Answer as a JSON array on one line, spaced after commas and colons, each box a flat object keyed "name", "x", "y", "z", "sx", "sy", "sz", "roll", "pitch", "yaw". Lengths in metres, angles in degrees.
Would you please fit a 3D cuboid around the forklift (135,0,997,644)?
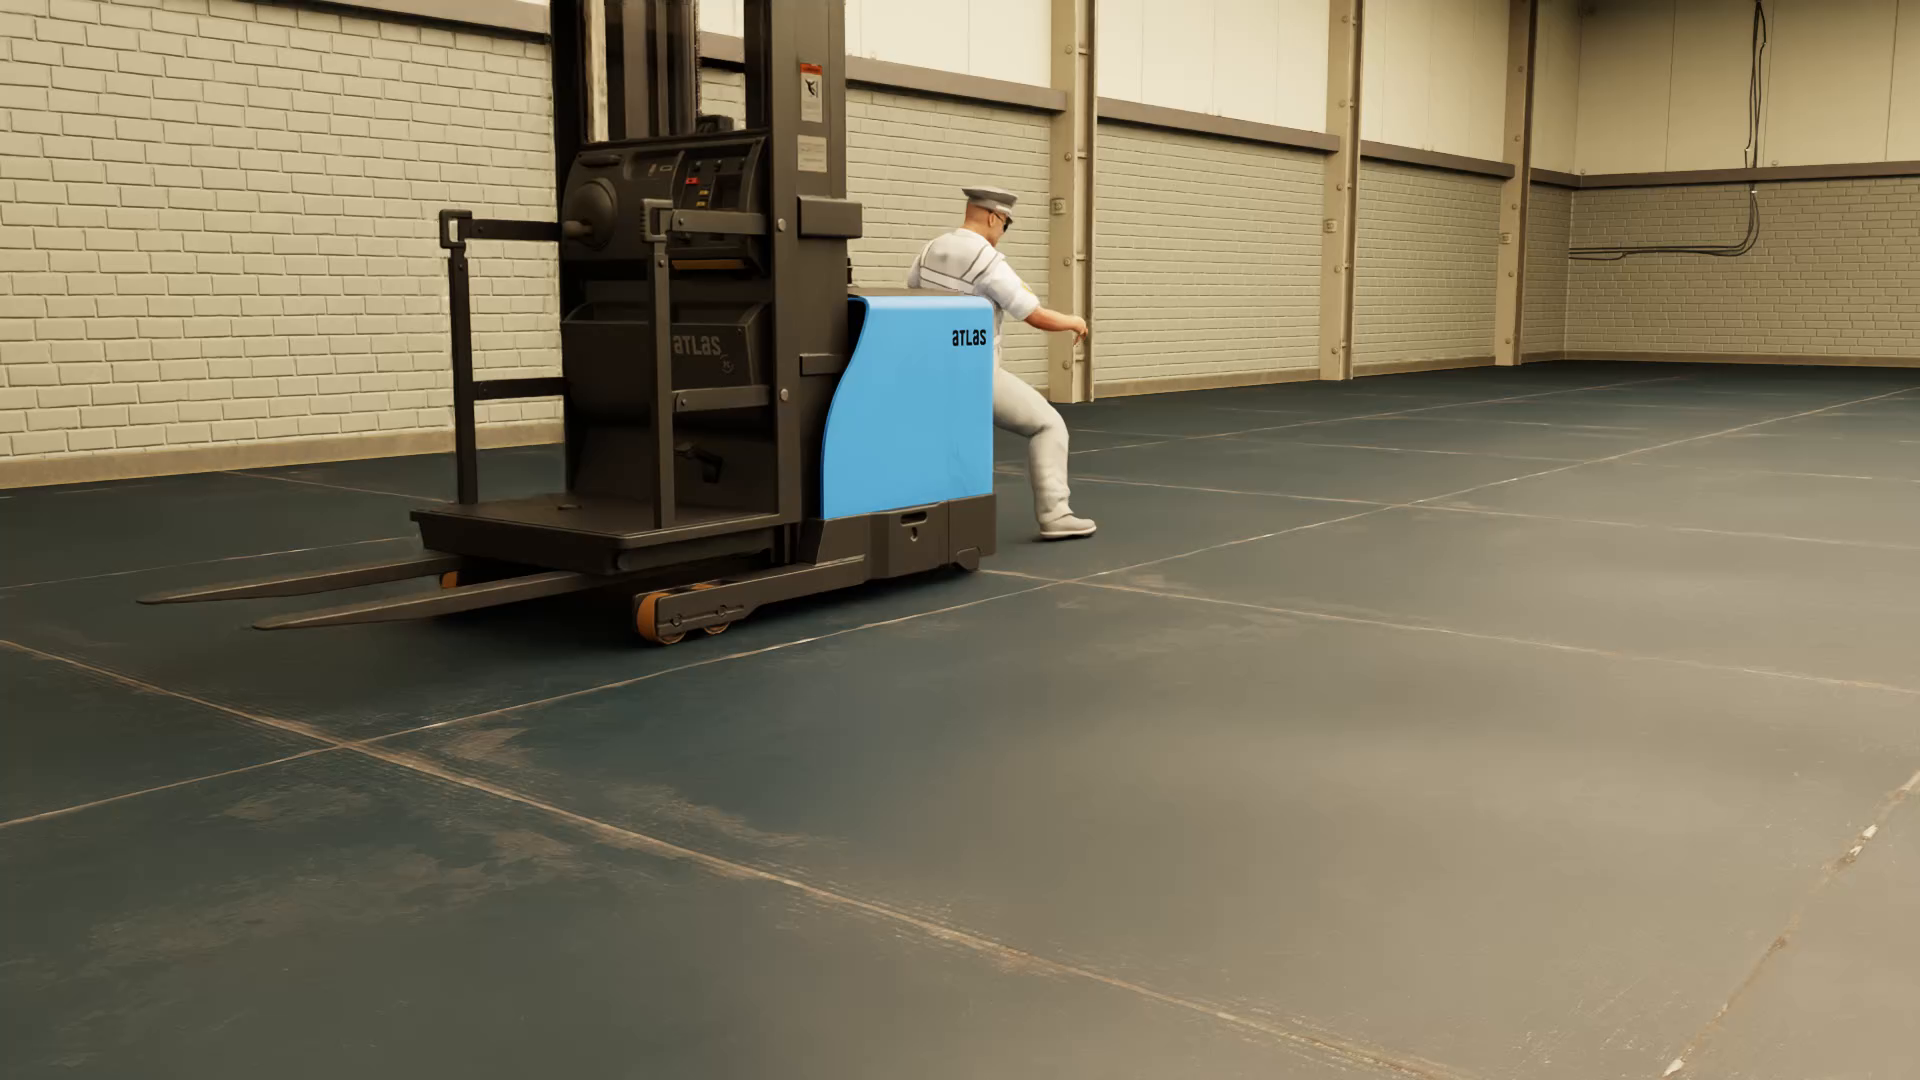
[{"name": "forklift", "x": -1.150, "y": -1.204, "z": 5.512, "sx": 1.130, "sy": 2.935, "sz": 3.031, "roll": 6, "pitch": 10, "yaw": 37}]

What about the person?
[{"name": "person", "x": 0.156, "y": -0.823, "z": 7.634, "sx": 0.777, "sy": 1.556, "sz": 0.935, "roll": -7, "pitch": 11, "yaw": -40}]
